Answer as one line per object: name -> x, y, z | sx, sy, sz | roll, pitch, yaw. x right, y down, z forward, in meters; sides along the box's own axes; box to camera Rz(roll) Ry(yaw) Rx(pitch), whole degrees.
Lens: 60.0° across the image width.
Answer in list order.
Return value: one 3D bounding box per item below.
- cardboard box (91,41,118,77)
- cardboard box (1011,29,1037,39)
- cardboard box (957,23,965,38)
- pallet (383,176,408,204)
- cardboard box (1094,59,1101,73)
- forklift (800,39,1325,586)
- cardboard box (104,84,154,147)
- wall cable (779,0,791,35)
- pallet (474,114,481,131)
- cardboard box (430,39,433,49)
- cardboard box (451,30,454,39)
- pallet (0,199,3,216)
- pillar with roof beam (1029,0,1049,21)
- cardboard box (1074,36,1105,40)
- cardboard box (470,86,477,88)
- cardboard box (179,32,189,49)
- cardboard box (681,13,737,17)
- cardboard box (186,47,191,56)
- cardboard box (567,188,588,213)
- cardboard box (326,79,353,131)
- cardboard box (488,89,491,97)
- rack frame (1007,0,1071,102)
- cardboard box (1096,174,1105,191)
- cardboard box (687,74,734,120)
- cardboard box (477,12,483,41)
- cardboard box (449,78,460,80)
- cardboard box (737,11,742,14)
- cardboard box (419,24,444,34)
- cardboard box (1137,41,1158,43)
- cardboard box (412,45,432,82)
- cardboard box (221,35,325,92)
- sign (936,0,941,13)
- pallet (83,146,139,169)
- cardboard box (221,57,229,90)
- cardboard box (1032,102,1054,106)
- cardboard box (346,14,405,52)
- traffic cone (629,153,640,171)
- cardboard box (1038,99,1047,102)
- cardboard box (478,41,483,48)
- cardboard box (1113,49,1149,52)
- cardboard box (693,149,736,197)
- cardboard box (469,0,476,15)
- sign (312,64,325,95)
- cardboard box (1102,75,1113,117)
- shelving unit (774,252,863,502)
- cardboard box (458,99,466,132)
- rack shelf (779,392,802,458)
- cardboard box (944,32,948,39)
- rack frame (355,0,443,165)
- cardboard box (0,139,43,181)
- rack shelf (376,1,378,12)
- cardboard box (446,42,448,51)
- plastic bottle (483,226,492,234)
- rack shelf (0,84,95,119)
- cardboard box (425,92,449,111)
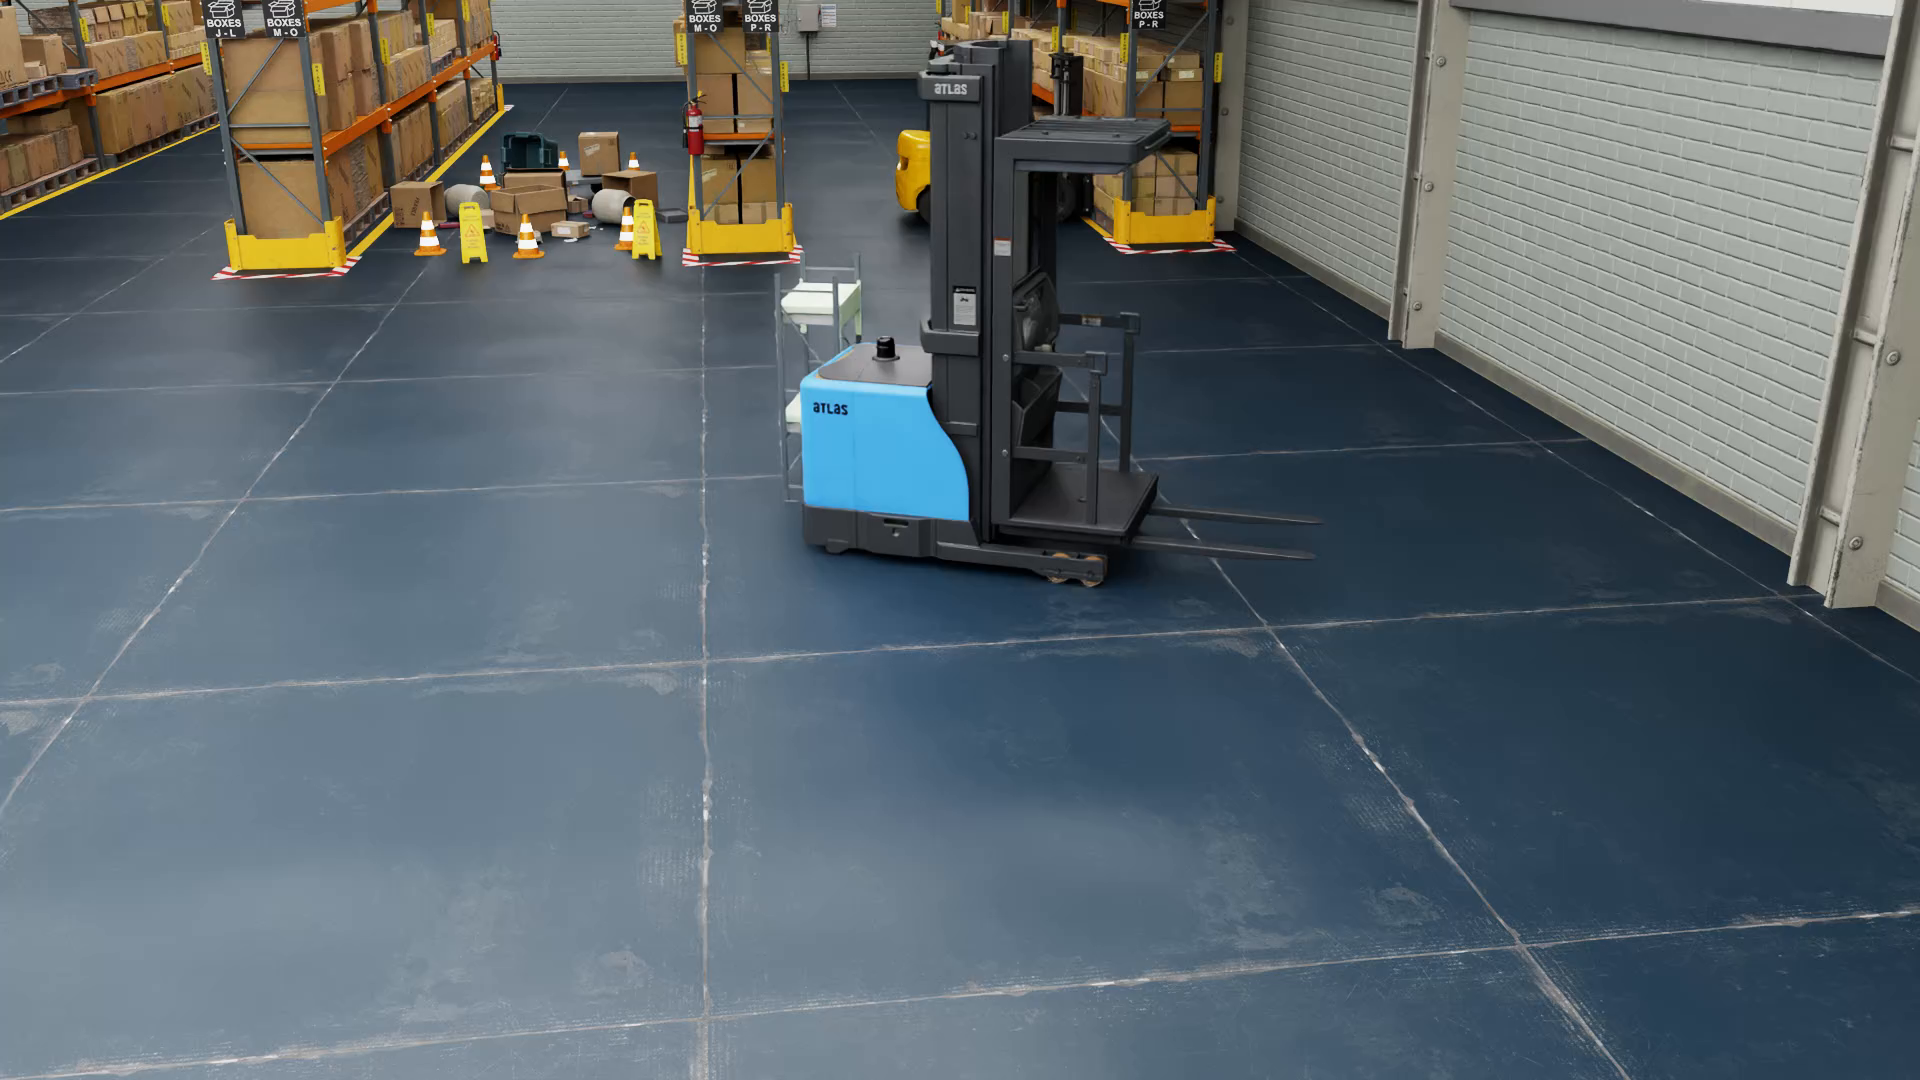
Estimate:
cardboard box -> -13.335, -7.397, 25.590 | 0.500, 0.500, 0.500 | -3, 21, -9
cardboard box -> 1.015, -7.966, 26.188 | 0.380, 0.149, 0.250 | -2, 21, -6
cardboard box -> 0.223, -9.705, 31.703 | 0.500, 0.250, 0.500 | -3, 21, -8
pallet -> -8.144, -4.777, 22.704 | 1.003, 0.211, 1.213 | -3, 21, -8
cardboard box -> 1.877, -5.871, 20.577 | 0.380, 0.149, 0.250 | -3, 21, -7
forklift -> 0.627, -1.318, 9.556 | 3.031, 2.935, 1.130 | 6, 21, 15
cardboard box -> -13.657, -6.740, 26.411 | 1.225, 0.875, 0.875 | -3, 21, -8
wall cable -> -4.238, -12.762, 38.645 | 0.588, 1.984, 0.122 | -3, 21, -8
pallet -> -9.243, -7.514, 30.032 | 1.003, 0.211, 1.213 | -3, 21, -8
cardboard box -> -8.489, -7.787, 26.110 | 0.380, 0.149, 0.250 | -4, 21, -9
cardboard box -> -8.819, -8.589, 28.259 | 0.380, 0.149, 0.250 | -3, 21, -7
pallet -> -12.749, -4.067, 20.805 | 1.003, 0.211, 1.213 | -3, 21, -8
pillar with roof beam -> -2.785, -12.006, 29.499 | 9.100, 9.000, 0.400 | -3, 21, -8
cardboard box -> 1.734, -6.636, 22.200 | 0.380, 0.149, 0.250 | -3, 21, -7
cardboard box -> -9.159, -8.314, 30.814 | 0.380, 0.149, 0.250 | -4, 21, -10
cardboard box -> -13.909, -8.792, 29.258 | 0.500, 0.250, 0.500 | -3, 21, -8
cardboard box -> -3.174, -6.418, 21.115 | 0.700, 0.500, 0.500 | -3, 21, -7
cardboard box -> -13.864, -8.649, 29.445 | 0.380, 0.149, 0.250 | -3, 21, -9
cardboard box -> -5.081, -4.433, 21.706 | 0.396, 0.266, 0.258 | 17, 27, 39
cardboard box -> -7.537, -5.021, 19.157 | 0.875, 0.550, 0.550 | -3, 21, -8
cardboard box -> -9.253, -8.627, 32.076 | 0.380, 0.149, 0.250 | -4, 21, -10
rack frame -> 1.260, -7.741, 26.655 | 1.000, 3.000, 0.127 | -3, 21, -8
cardboard box -> 1.972, -4.441, 20.434 | 0.500, 0.250, 0.500 | -3, 21, -8
cardboard box -> -2.849, -5.080, 18.961 | 0.500, 0.500, 0.500 | -3, 21, -9
cardboard box -> -9.155, -9.491, 30.773 | 0.500, 0.500, 0.500 | -2, 21, -5
cardboard box -> -9.949, -8.916, 32.424 | 0.380, 0.149, 0.250 | -4, 21, -10
cardboard box -> -3.136, -7.624, 24.246 | 0.380, 0.149, 0.250 | -4, 21, -10
cardboard box -> -8.673, -8.367, 27.239 | 0.380, 0.149, 0.250 | -4, 21, -10
cardboard box -> 2.335, -6.306, 21.317 | 0.380, 0.149, 0.250 | -3, 21, -8
cardboard box -> -8.204, -7.109, 24.820 | 0.500, 0.500, 0.500 | -3, 21, -8
cardboard box -> -7.397, -5.141, 17.937 | 0.875, 0.550, 0.550 | -3, 21, -8
sign -> -0.430, -10.889, 33.846 | 0.100, 0.325, 0.005 | -3, 21, -8
pallet -> -13.497, -5.960, 25.872 | 1.003, 0.211, 1.213 | -3, 21, -8
cardboard box -> -14.439, -8.743, 31.775 | 0.875, 0.875, 0.875 | -3, 21, -8
cardboard box -> 1.337, -6.609, 26.417 | 0.875, 0.625, 0.625 | -2, 21, -6
cardboard box -> -8.330, -7.211, 23.665 | 0.700, 0.500, 0.500 | -3, 21, -9
traffic cone -> -4.639, -5.275, 23.677 | 0.336, 0.463, 0.334 | -3, 21, -8
cardboard box -> 1.494, -7.267, 27.431 | 0.380, 0.149, 0.250 | -2, 21, -5
cardboard box -> -9.243, -9.404, 31.467 | 0.380, 0.149, 0.250 | -4, 21, -10
cardboard box -> 2.060, -5.837, 20.063 | 0.380, 0.149, 0.250 | -3, 21, -7
cardboard box -> -2.950, -4.424, 20.032 | 0.500, 0.500, 0.500 | -2, 21, -6
cardboard box -> -9.067, -9.767, 30.083 | 0.500, 0.500, 0.500 | -3, 21, -7
sign -> -6.831, -4.903, 17.707 | 0.100, 0.325, 0.005 | -3, 21, -8
cardboard box -> 2.017, -5.355, 20.124 | 0.500, 0.500, 0.500 | -2, 21, -6
shelving unit -> -0.910, -1.074, 10.948 | 0.431, 1.500, 0.755 | 3, 21, 7
cardboard box -> -8.682, -7.194, 28.163 | 0.500, 0.500, 0.500 | -3, 21, -9
rack shelf -> -0.910, -0.769, 11.062 | 0.431, 0.370, 0.720 | 3, 21, 7
cardboard box -> -0.117, -10.265, 33.773 | 0.380, 0.149, 0.250 | -3, 21, -8
rack frame -> -8.535, -7.205, 25.219 | 1.000, 3.000, 0.127 | -3, 21, -8
cardboard box -> -13.079, -5.213, 22.830 | 0.700, 0.500, 0.500 | -5, 21, -12
rack shelf -> -8.246, -7.580, 22.966 | 1.077, 0.370, 4.000 | -3, 21, -8
cardboard box -> -8.705, -8.182, 27.594 | 0.380, 0.149, 0.250 | -4, 21, -10
plastic bottle -> -5.804, -3.787, 20.269 | 0.133, 0.061, 0.283 | -11, 23, -26
rack shelf -> -13.169, -5.960, 22.915 | 1.077, 0.370, 4.000 | -3, 21, -8
cardboard box -> -8.468, -7.008, 26.593 | 0.500, 0.250, 0.500 | -3, 21, -8
